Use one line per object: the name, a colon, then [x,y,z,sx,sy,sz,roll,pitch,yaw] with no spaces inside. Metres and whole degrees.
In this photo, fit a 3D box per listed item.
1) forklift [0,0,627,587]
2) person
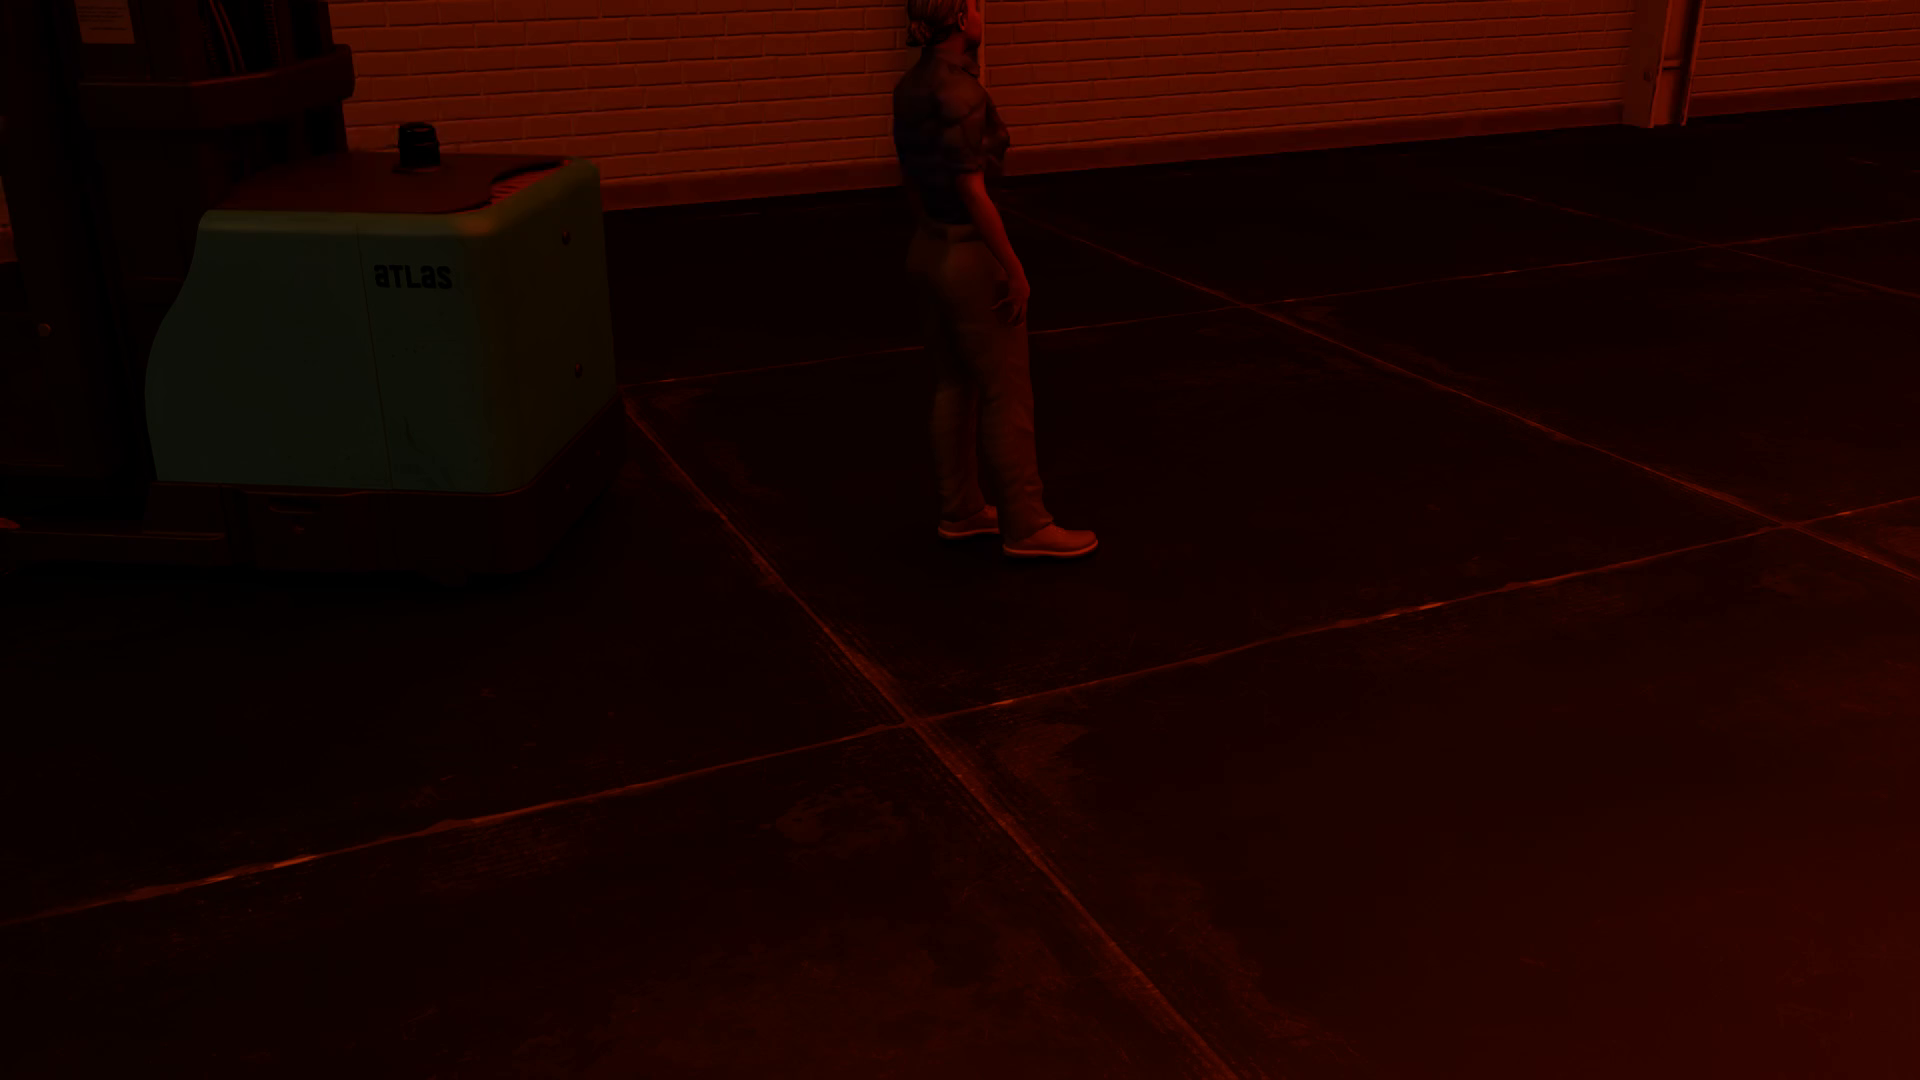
forklift: [-2.662,-1.445,4.766,3.031,2.935,1.130,2,23,6]
person: [0.088,-0.778,4.805,0.503,1.656,0.570,-10,25,-23]
